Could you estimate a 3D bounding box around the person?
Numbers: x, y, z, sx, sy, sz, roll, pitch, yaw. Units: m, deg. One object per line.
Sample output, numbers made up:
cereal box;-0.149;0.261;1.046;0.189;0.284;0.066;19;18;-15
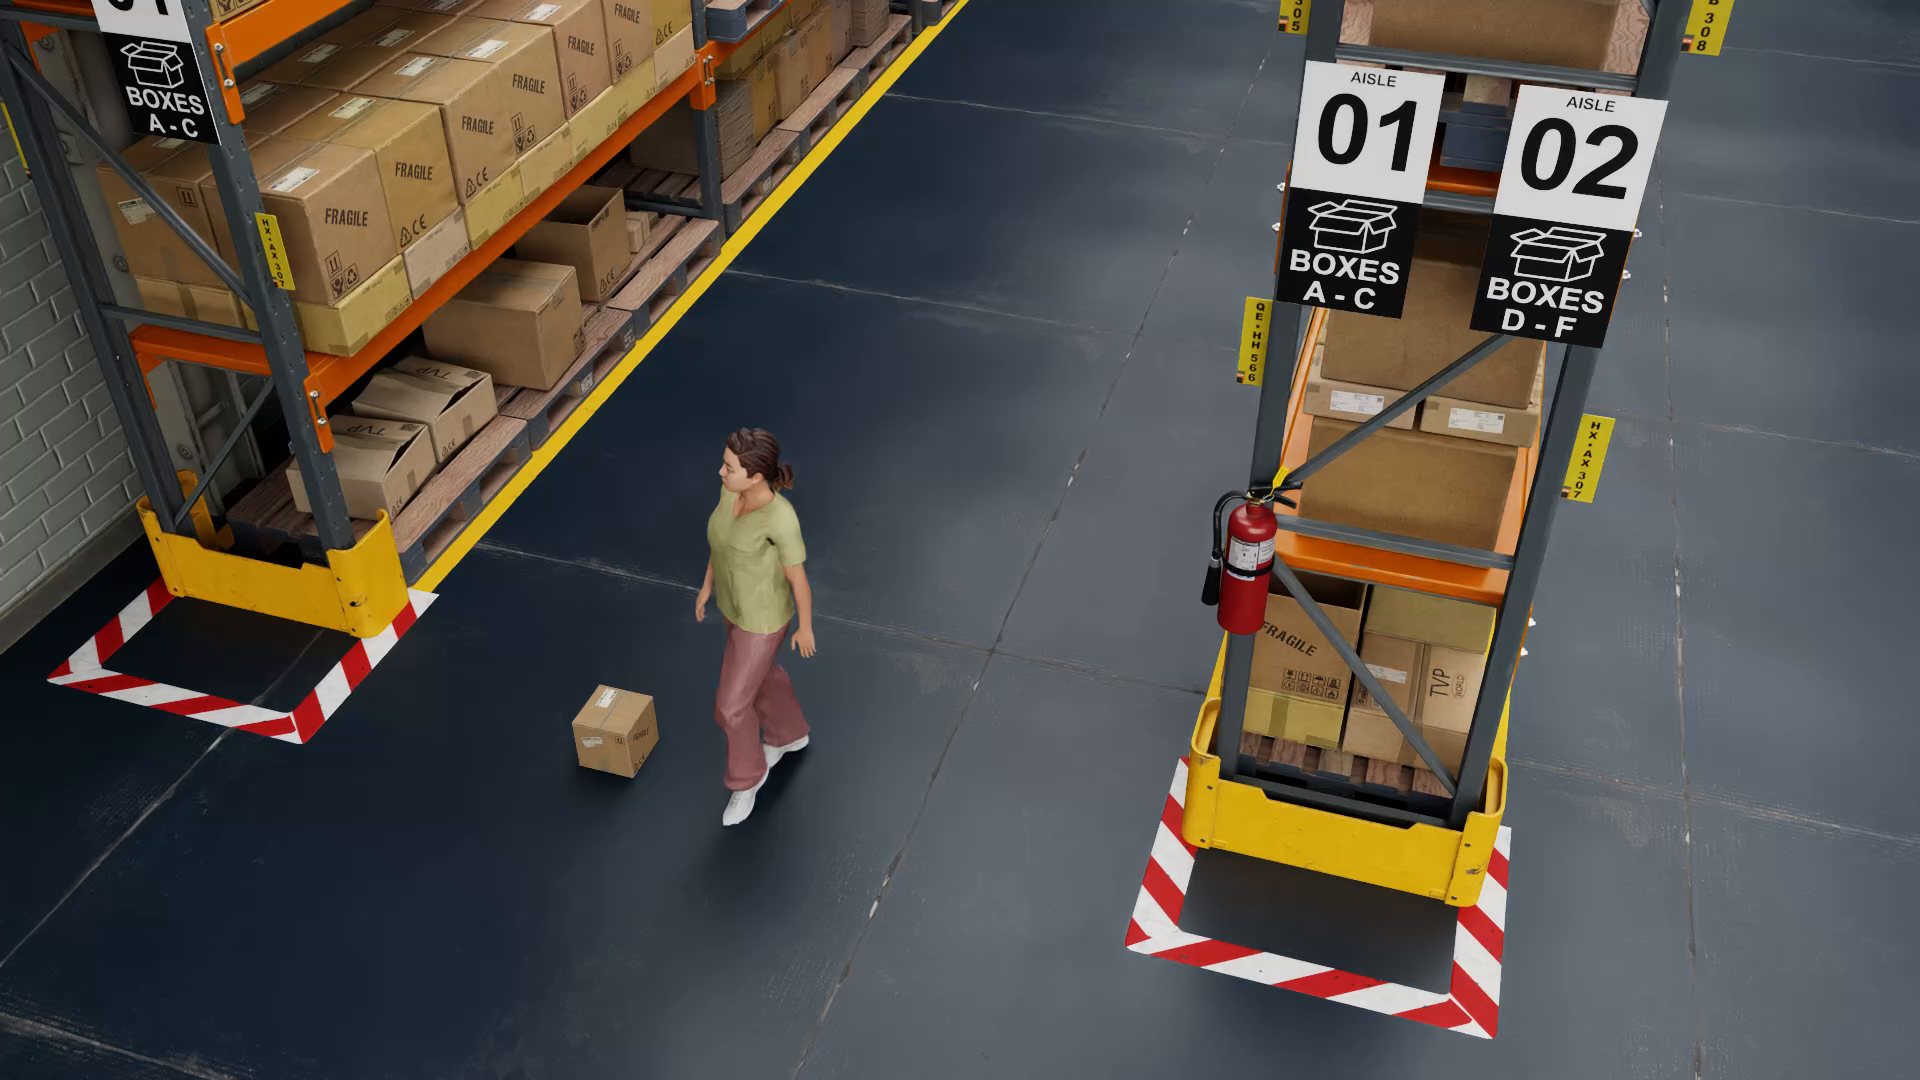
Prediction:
person;-0.844;0.320;6.482;0.529;1.708;0.489;-24;43;-28
